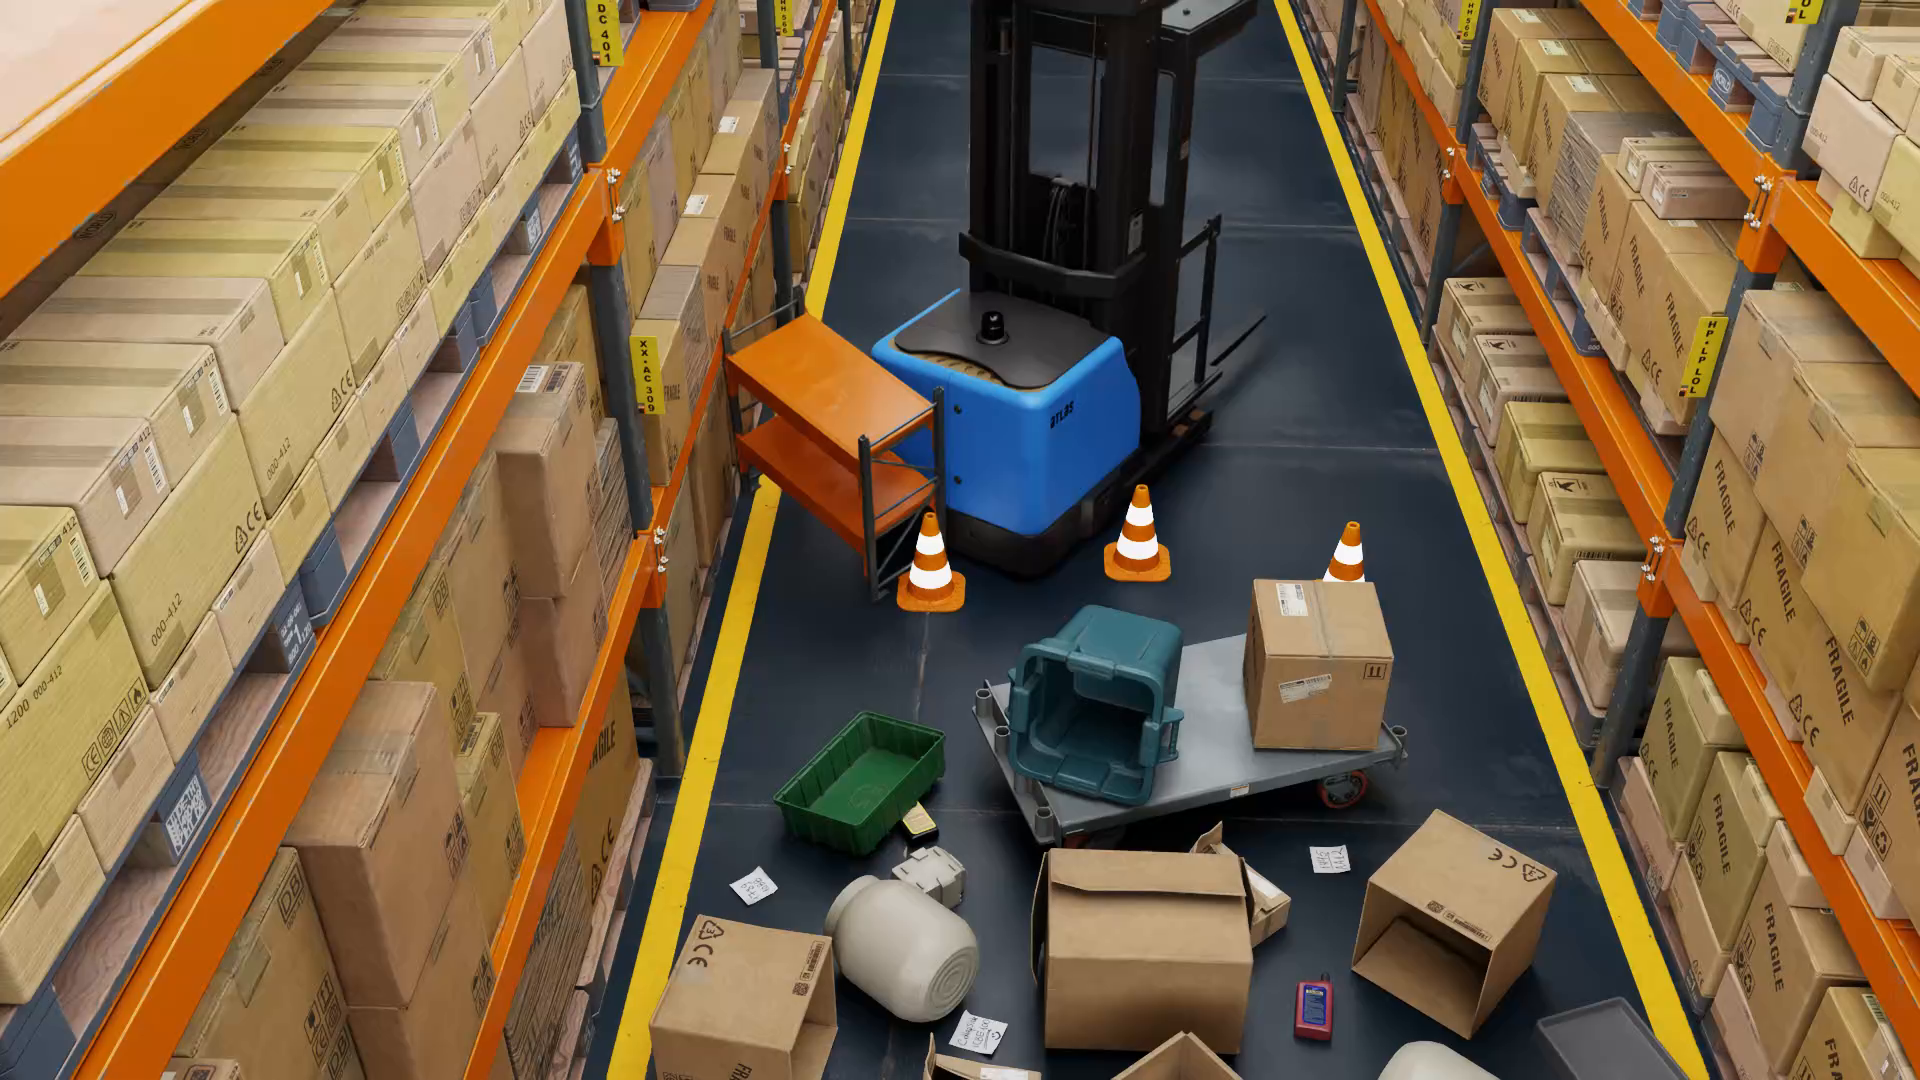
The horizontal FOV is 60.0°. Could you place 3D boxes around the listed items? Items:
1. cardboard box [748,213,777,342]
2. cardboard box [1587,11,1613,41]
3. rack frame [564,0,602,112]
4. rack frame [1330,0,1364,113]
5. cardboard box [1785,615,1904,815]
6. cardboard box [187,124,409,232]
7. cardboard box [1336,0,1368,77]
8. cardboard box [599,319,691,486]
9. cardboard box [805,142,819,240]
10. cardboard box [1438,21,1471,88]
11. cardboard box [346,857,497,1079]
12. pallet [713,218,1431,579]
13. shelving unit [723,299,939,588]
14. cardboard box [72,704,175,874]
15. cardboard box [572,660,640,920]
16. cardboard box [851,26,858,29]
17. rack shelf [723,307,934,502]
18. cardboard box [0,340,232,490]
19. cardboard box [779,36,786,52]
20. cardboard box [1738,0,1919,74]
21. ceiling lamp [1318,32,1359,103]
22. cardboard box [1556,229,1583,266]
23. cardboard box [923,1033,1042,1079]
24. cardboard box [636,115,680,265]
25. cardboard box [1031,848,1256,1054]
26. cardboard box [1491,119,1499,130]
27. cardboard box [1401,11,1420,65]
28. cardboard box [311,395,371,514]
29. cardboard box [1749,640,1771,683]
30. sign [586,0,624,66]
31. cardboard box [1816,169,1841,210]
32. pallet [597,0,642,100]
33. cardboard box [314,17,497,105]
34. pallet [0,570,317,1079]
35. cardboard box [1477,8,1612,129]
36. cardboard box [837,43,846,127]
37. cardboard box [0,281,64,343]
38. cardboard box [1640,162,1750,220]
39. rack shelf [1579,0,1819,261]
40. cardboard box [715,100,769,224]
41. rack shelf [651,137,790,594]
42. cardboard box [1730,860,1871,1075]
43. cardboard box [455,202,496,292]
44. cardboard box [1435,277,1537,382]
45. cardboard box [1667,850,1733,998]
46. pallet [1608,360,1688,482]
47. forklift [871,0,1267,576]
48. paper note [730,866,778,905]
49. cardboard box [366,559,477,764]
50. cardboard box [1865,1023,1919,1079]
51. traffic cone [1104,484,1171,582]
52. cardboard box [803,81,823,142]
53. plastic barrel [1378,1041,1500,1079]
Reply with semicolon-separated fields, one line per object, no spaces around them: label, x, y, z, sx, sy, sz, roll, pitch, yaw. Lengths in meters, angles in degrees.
cardboard box;-1.660;-1.433;9.718;1.050;0.750;0.750;1;35;1
cardboard box;3.664;-2.540;8.991;0.500;0.500;0.500;0;35;1
rack frame;-1.706;-2.686;4.691;1.000;3.000;0.127;1;35;2
rack frame;3.565;-4.772;12.876;1.000;3.000;0.127;1;35;2
cardboard box;2.918;0.486;5.050;0.500;0.500;0.500;1;35;1
cardboard box;-1.463;-0.805;3.696;0.380;0.149;0.250;2;35;2
cardboard box;3.698;-4.253;14.002;0.875;0.438;0.875;1;35;1
cardboard box;-1.416;-0.568;6.809;0.500;0.500;0.500;2;35;2
cardboard box;-1.246;-2.368;11.265;0.500;0.500;0.500;2;35;2
cardboard box;3.457;-3.384;10.816;0.999;0.500;2.557;1;35;2
cardboard box;-1.749;1.156;4.312;0.875;0.550;0.550;1;35;2
pallet;0.904;-1.011;9.951;6.107;0.211;4.108;1;35;2
shelving unit;-0.610;-0.469;8.188;0.538;0.981;1.030;-35;56;-27
cardboard box;-1.523;0.393;2.685;0.380;0.149;0.250;2;35;2
cardboard box;-1.801;0.826;6.395;0.875;0.875;0.875;2;35;3
cardboard box;-1.080;-4.332;14.365;0.380;0.149;0.250;1;35;2
rack shelf;-0.611;-0.666;7.972;0.538;0.278;1.000;-35;56;-27
cardboard box;-1.504;-0.217;2.861;0.380;0.149;0.250;2;35;2
cardboard box;-1.305;-3.160;10.437;0.380;0.149;0.250;3;35;4
cardboard box;3.123;-1.852;5.879;0.500;0.250;0.500;1;35;1
ceiling lamp;3.674;-4.066;14.297;1.003;0.211;1.213;1;35;2
cardboard box;3.092;-1.433;7.979;0.380;0.149;0.250;2;35;3
cardboard box;0.065;1.917;5.737;0.396;0.266;0.258;7;36;10
cardboard box;-1.653;-1.553;7.340;0.700;0.500;0.500;2;35;2
cardboard box;0.653;1.484;6.029;0.797;0.637;0.503;1;35;2
cardboard box;3.206;-2.360;9.298;0.380;0.149;0.250;-1;35;-1
cardboard box;3.207;-3.291;10.901;0.500;0.250;0.500;1;35;1
cardboard box;-1.482;-0.185;3.508;0.380;0.149;0.250;1;35;2
cardboard box;2.972;0.401;5.735;0.380;0.149;0.250;1;35;2
sign;-1.152;-1.691;5.366;0.100;0.325;0.005;1;35;2
cardboard box;3.177;-0.379;4.236;0.858;0.149;2.833;1;35;2
pallet;-1.719;-1.908;6.360;0.805;0.209;1.217;0;35;0
cardboard box;-1.434;-1.244;4.322;0.380;0.149;0.250;2;35;3
pallet;-1.848;0.449;2.916;1.003;0.211;1.213;1;35;2
cardboard box;3.155;-2.555;9.011;0.500;0.500;0.500;0;35;1
cardboard box;-1.163;-3.546;12.941;0.500;0.500;0.500;1;35;1
cardboard box;-2.084;-0.297;3.321;0.500;0.250;0.500;1;35;2
cardboard box;3.085;-3.055;8.316;0.402;1.117;4.483;0;35;1
rack shelf;3.324;-2.257;7.316;1.077;0.370;4.000;1;35;2
cardboard box;-1.317;-2.019;8.873;0.500;0.500;0.500;1;35;2
rack shelf;-1.626;-1.086;8.258;1.077;0.370;4.000;1;35;2
cardboard box;2.918;1.409;5.455;0.500;0.500;0.500;3;35;4
cardboard box;-1.442;-0.769;4.338;0.380;0.149;0.250;2;35;3
cardboard box;3.372;-1.246;9.780;0.950;0.372;0.625;-1;35;-1
cardboard box;2.940;1.418;6.096;0.500;0.250;0.500;3;35;5
pallet;3.420;-0.533;7.012;1.003;0.211;1.213;1;35;2
forklift;0.785;-1.789;8.769;1.129;2.843;3.031;21;40;27
paper note;-0.828;1.390;6.691;0.147;0.020;0.142;-24;42;-30
cardboard box;-1.834;0.407;4.438;0.875;0.550;0.500;1;35;2
cardboard box;2.832;1.059;4.225;0.700;1.489;0.542;1;35;1
traffic cone;0.907;-0.072;8.396;0.336;0.463;0.334;1;35;2
cardboard box;-1.223;-2.952;11.443;0.500;0.250;0.500;2;35;2
plastic barrel;1.653;1.955;5.546;0.512;0.421;0.421;28;44;33
